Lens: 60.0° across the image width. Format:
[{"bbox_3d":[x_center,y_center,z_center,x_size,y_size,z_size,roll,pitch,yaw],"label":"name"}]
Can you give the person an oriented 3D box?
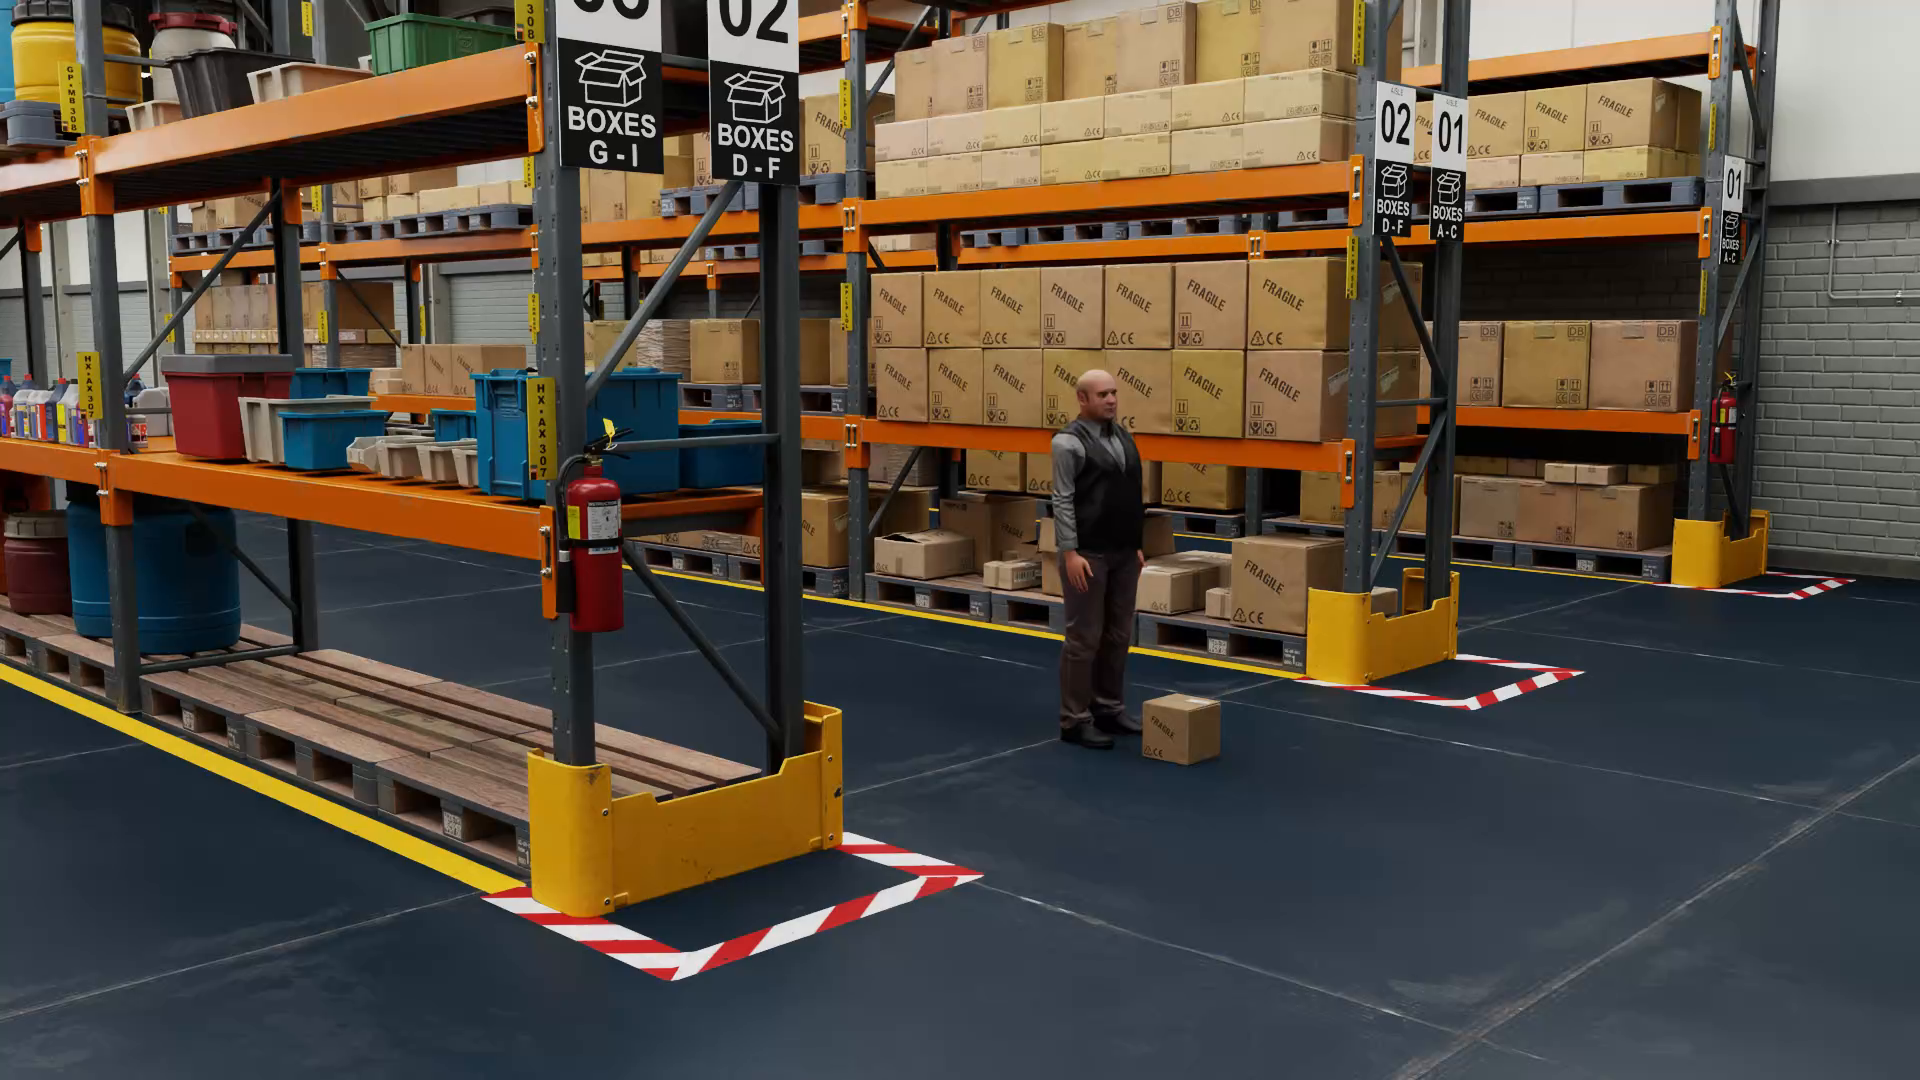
[{"bbox_3d":[0.653,0.082,7.713,0.360,1.738,0.550,7,10,45],"label":"person"}]
